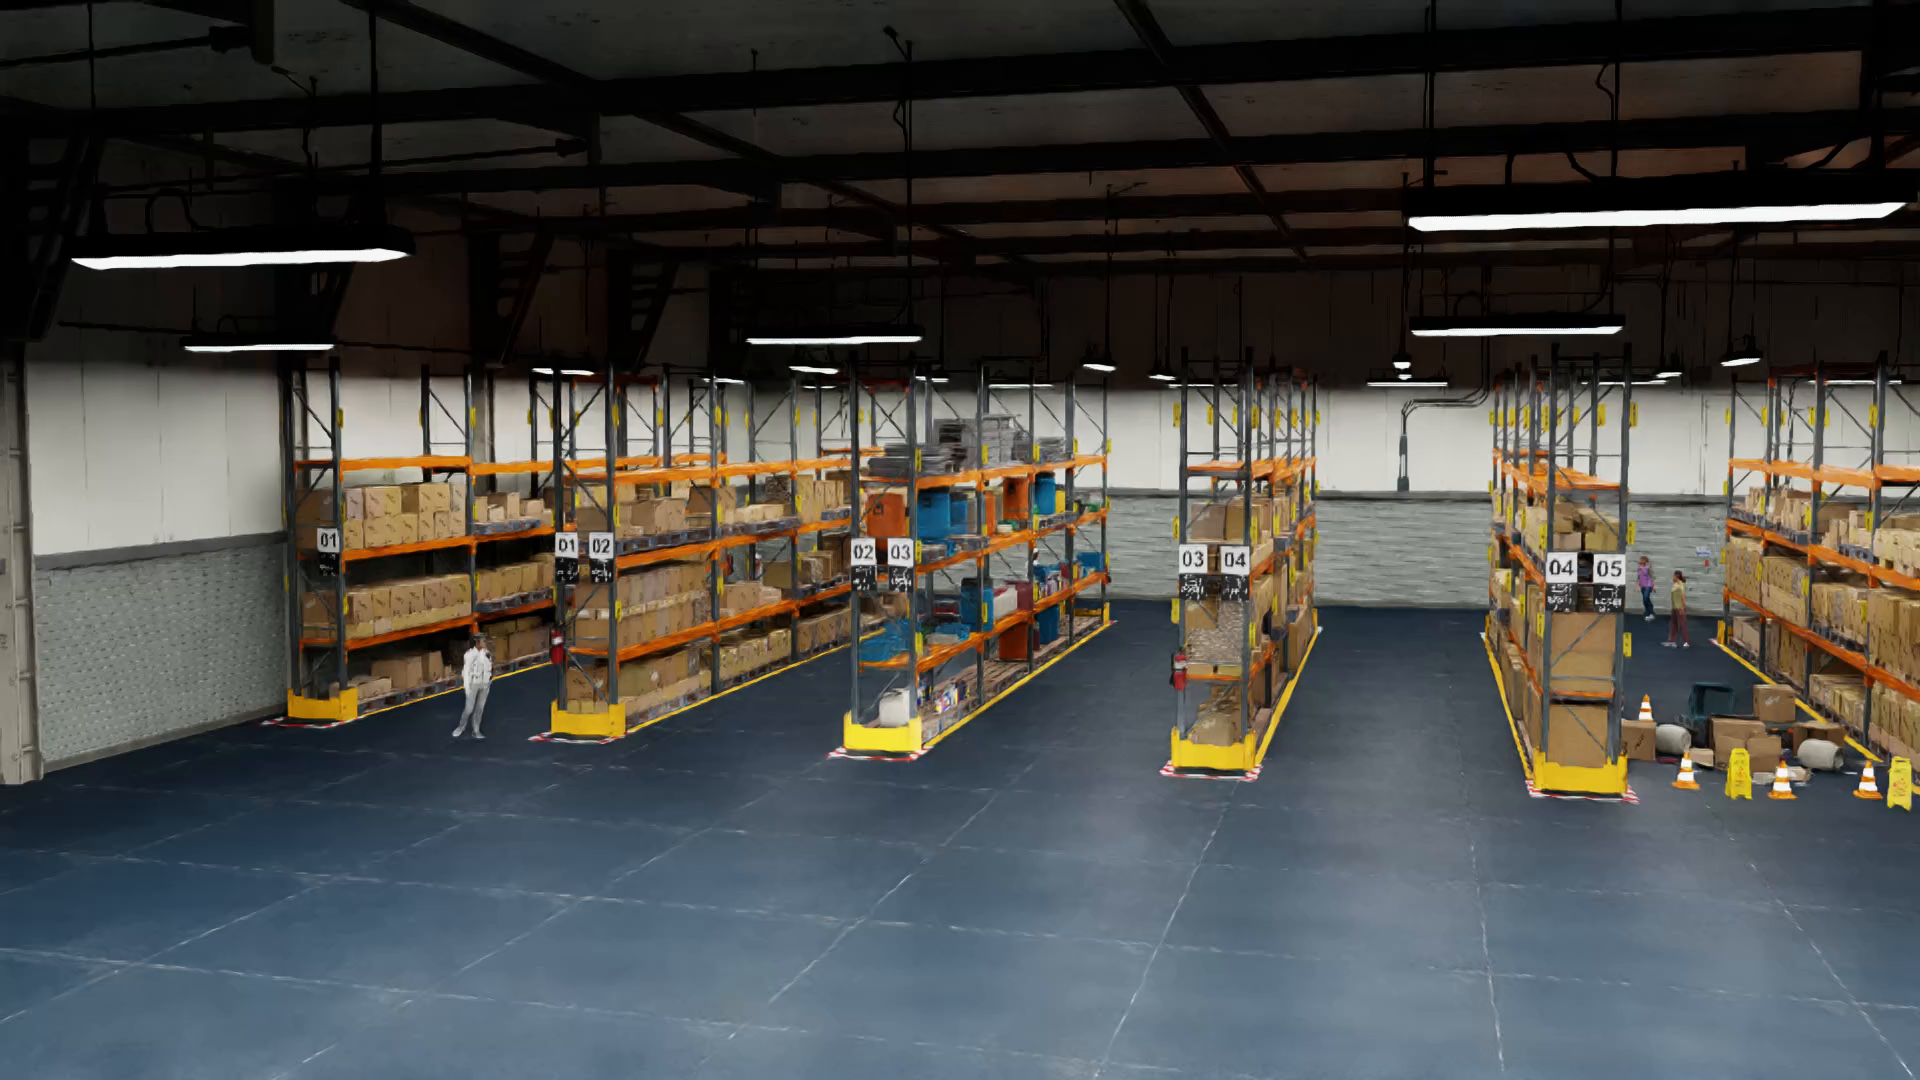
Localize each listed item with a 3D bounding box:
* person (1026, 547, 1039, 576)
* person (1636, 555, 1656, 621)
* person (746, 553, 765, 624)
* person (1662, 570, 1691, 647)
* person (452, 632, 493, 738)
[{"bbox_3d":[1.830,1.055,41.405,0.400,1.782,0.628,1,4,17],"label":"person"},{"bbox_3d":[17.077,1.181,41.281,0.464,1.606,0.519,-1,4,-18],"label":"person"},{"bbox_3d":[-4.883,1.179,40.362,0.677,1.742,0.552,1,4,13],"label":"person"},{"bbox_3d":[15.686,1.554,36.303,0.503,1.559,0.575,0,4,5],"label":"person"},{"bbox_3d":[-7.580,2.263,25.906,0.454,1.657,0.642,4,6,44],"label":"person"}]
